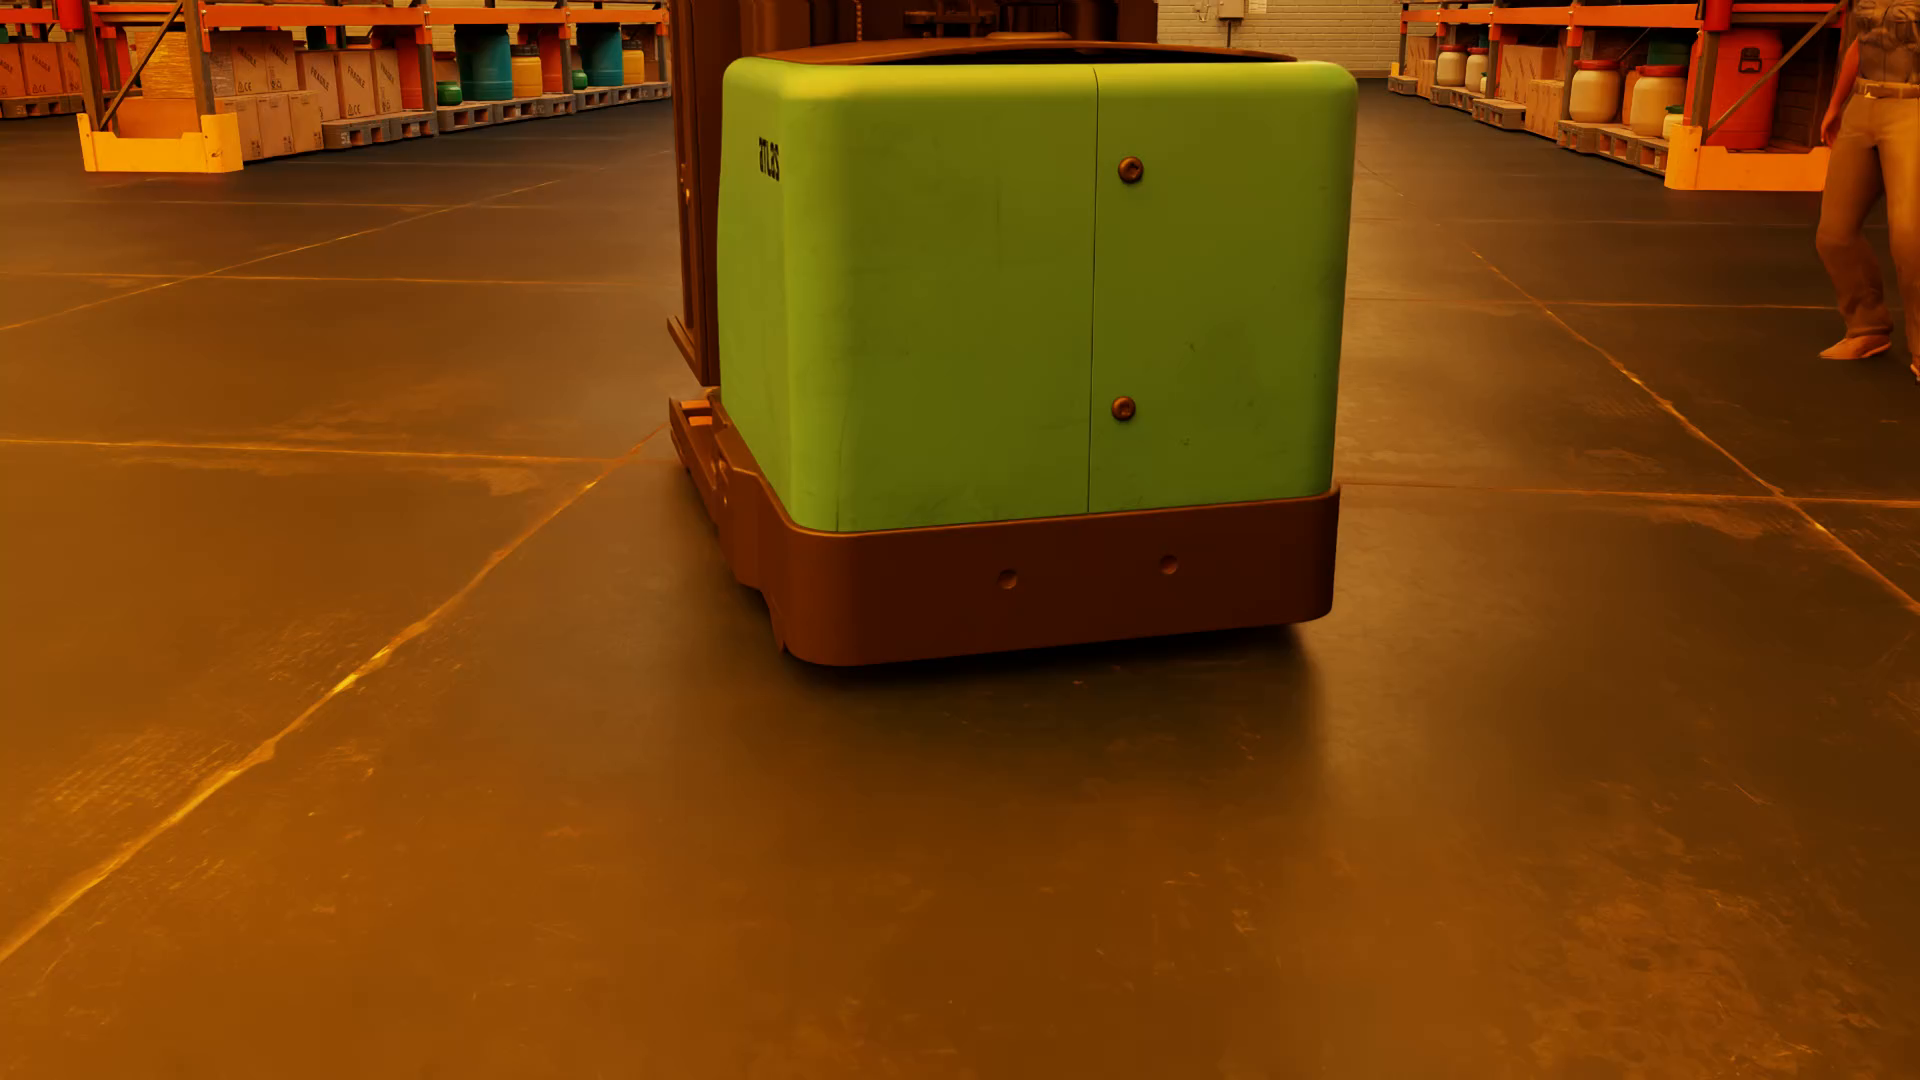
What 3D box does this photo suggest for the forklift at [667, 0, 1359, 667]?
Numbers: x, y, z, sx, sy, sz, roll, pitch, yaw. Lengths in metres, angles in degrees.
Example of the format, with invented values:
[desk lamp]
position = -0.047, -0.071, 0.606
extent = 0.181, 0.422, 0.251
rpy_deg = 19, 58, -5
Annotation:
[forklift]
position = -0.165, -1.582, 3.969
extent = 1.130, 2.935, 3.031
rpy_deg = -5, 18, -14

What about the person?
[person]
position = 3.154, -1.355, 5.521
extent = 0.409, 1.632, 0.812
rpy_deg = -5, 18, -14
